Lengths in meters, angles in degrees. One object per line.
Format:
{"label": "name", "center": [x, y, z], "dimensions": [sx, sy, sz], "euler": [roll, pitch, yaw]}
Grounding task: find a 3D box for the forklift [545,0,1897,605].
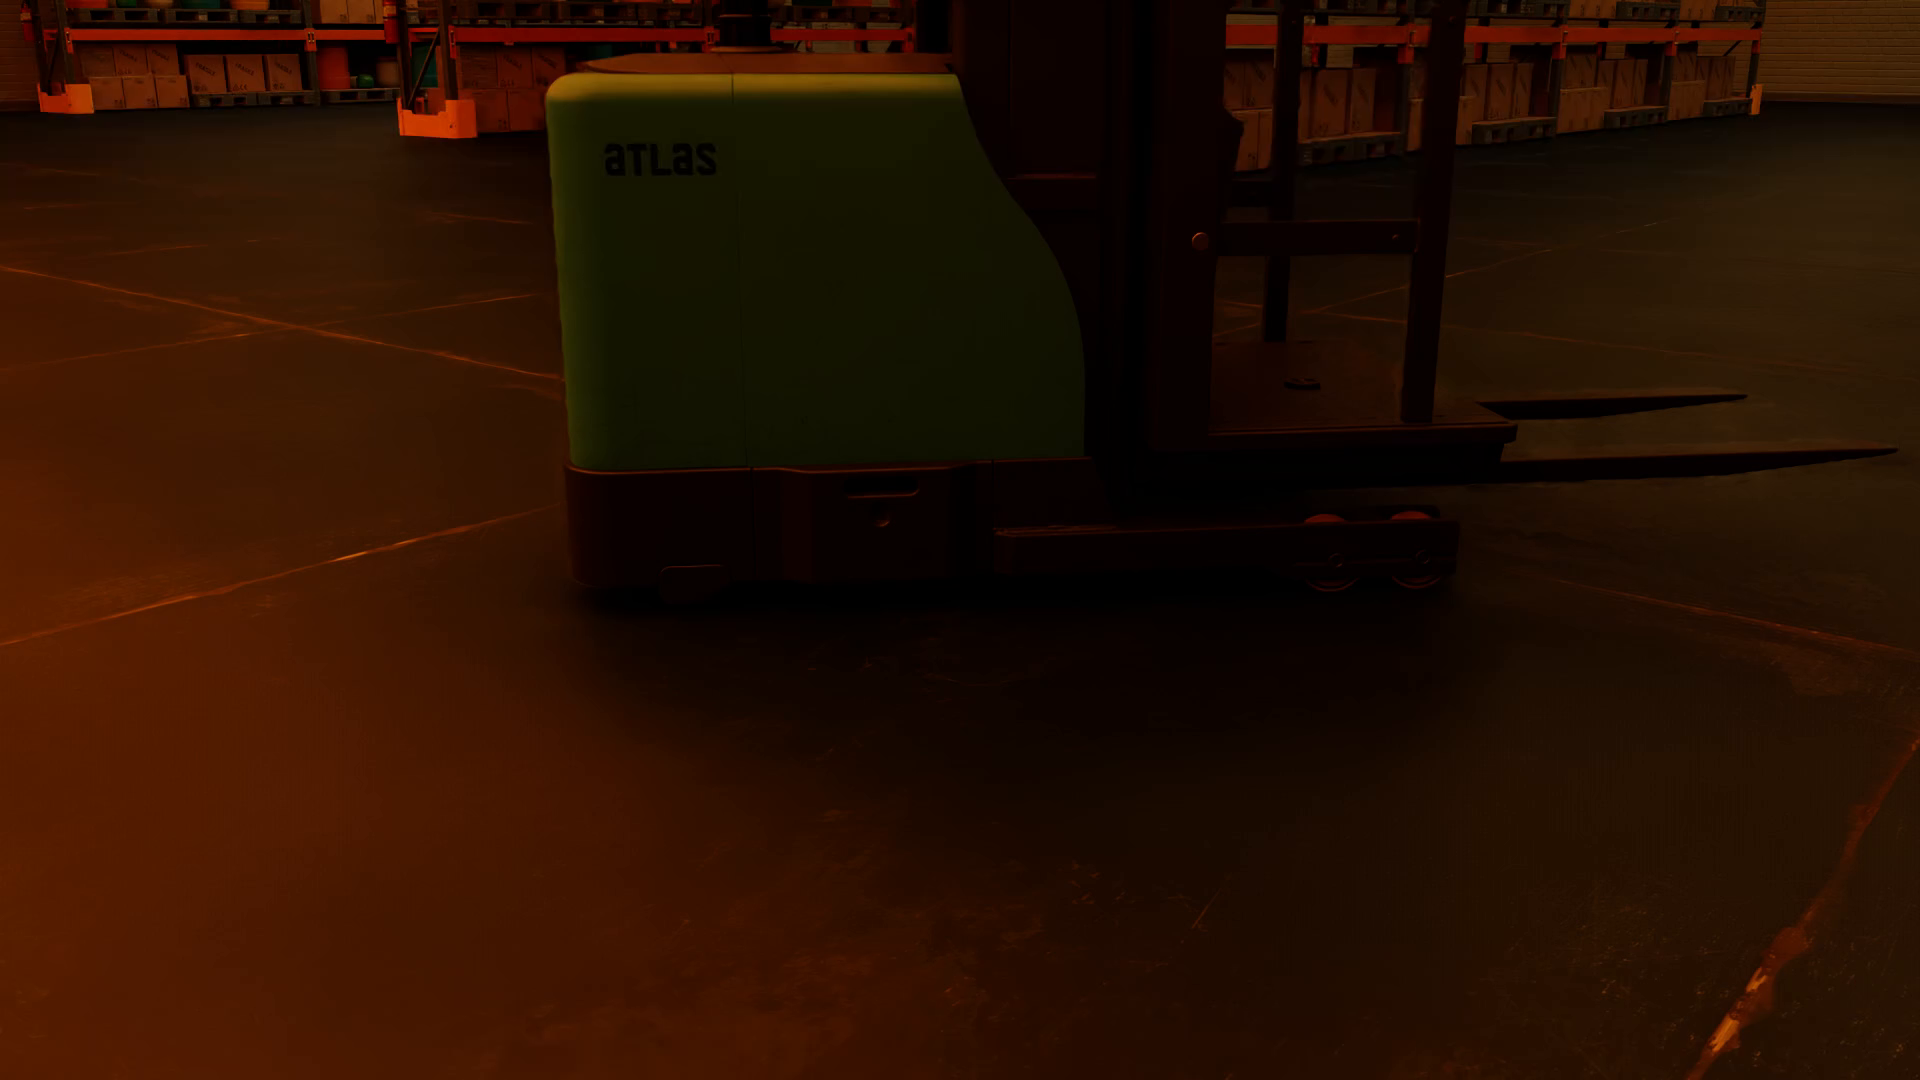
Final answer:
{"label": "forklift", "center": [0.641, -1.440, 3.641], "dimensions": [3.031, 2.935, 1.130], "euler": [-2, 17, -7]}
